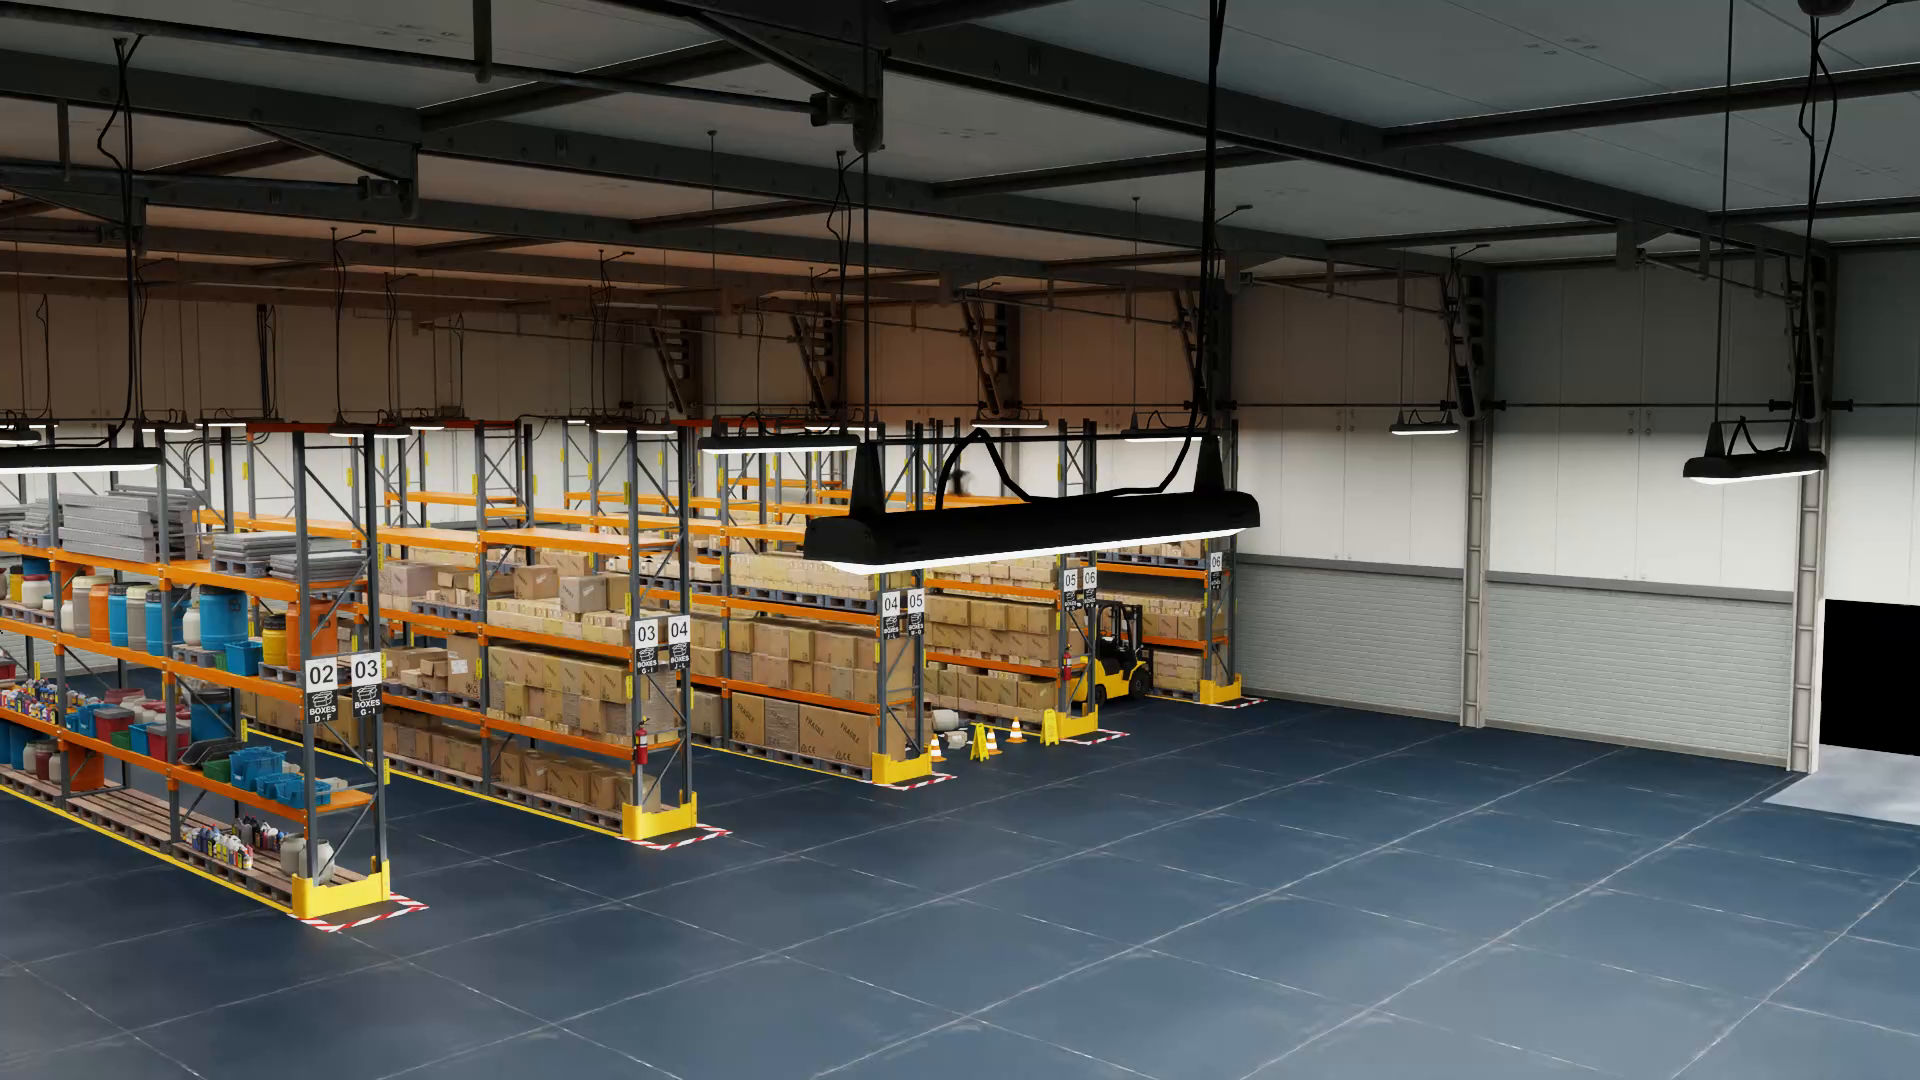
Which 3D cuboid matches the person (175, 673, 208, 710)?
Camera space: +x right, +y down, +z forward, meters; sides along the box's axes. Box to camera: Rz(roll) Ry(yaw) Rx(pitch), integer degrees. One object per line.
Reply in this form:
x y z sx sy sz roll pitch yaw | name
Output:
-14.628 2.942 31.721 0.684 1.612 0.618 3 5 29 | person

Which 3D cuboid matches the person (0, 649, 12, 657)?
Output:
-19.849 2.651 34.071 0.946 1.747 0.697 -4 6 -40 | person
